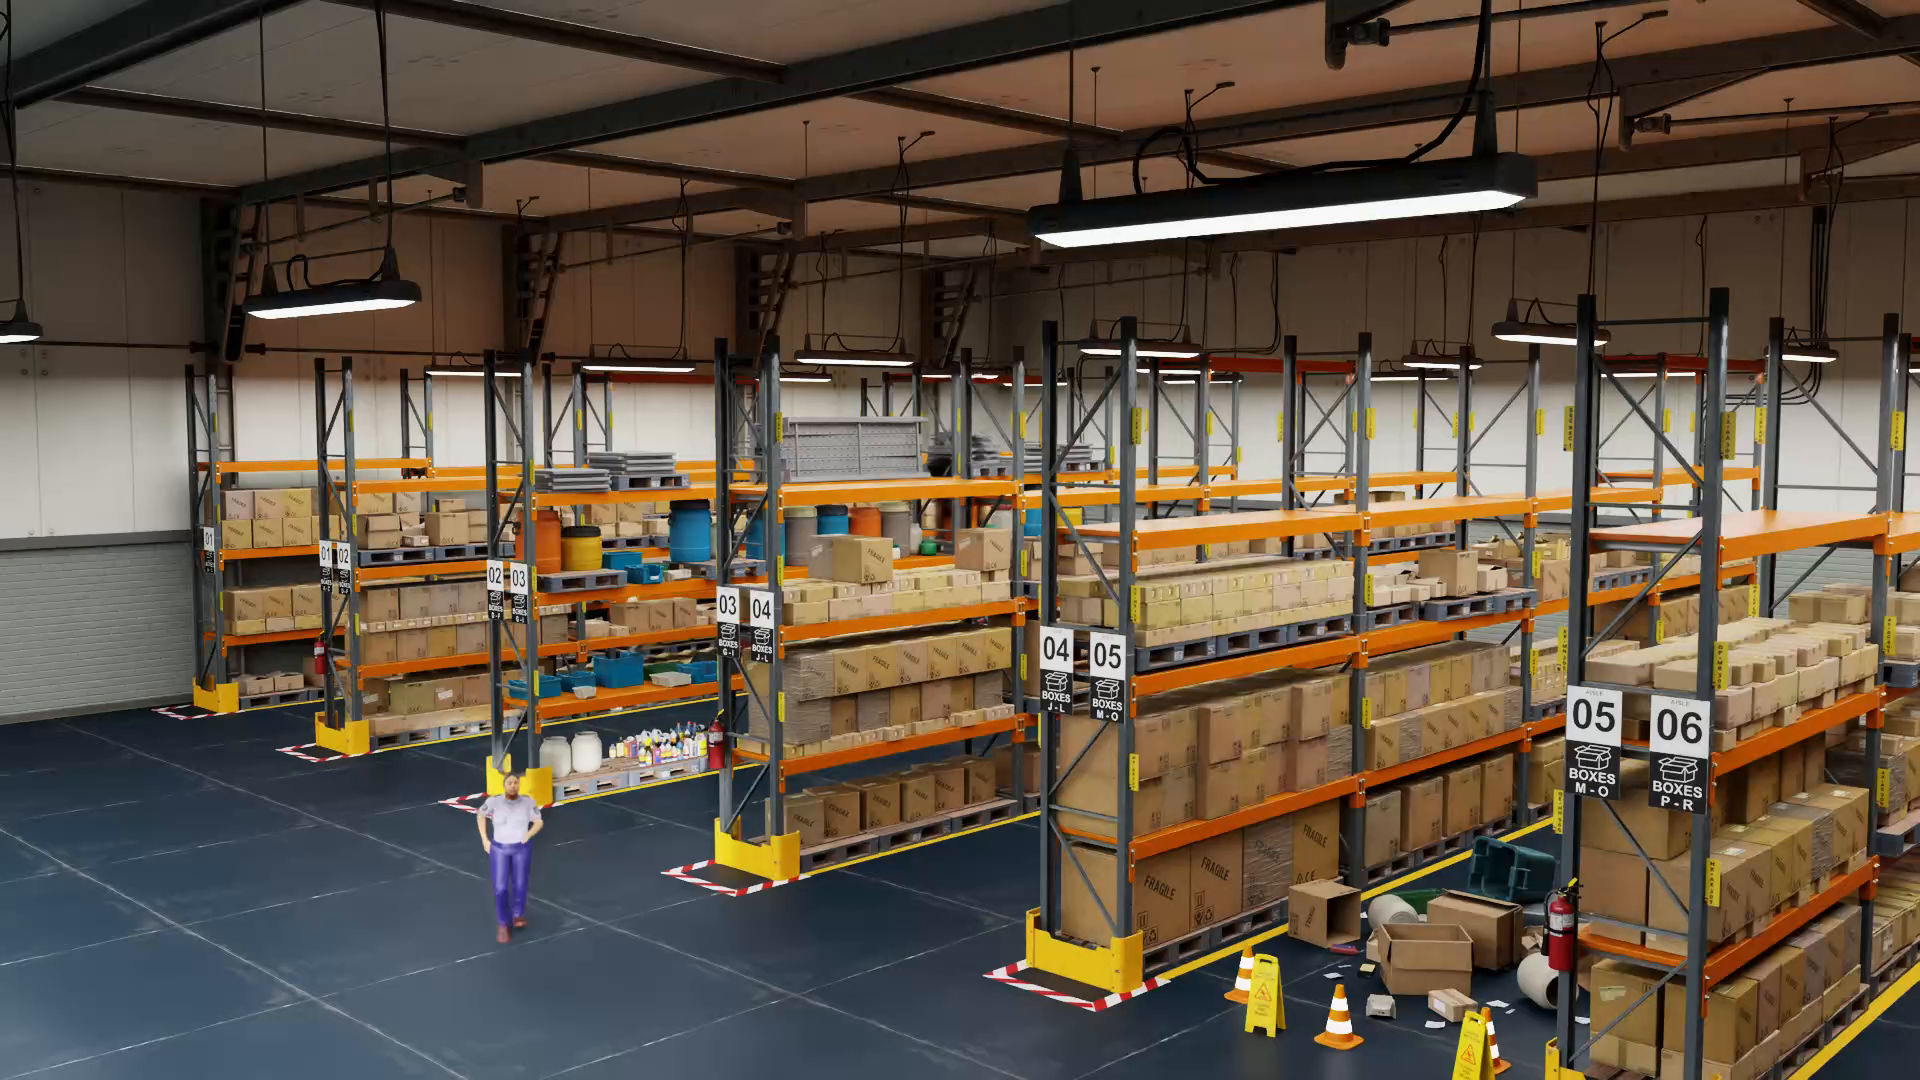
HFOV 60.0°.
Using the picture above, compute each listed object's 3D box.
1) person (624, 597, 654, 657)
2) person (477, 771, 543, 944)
[{"bbox_3d":[-6.083,1.916,31.487,0.707,1.746,0.914,3,6,38],"label":"person"},{"bbox_3d":[-4.426,3.110,16.413,0.612,1.679,0.715,-2,5,-22],"label":"person"}]
